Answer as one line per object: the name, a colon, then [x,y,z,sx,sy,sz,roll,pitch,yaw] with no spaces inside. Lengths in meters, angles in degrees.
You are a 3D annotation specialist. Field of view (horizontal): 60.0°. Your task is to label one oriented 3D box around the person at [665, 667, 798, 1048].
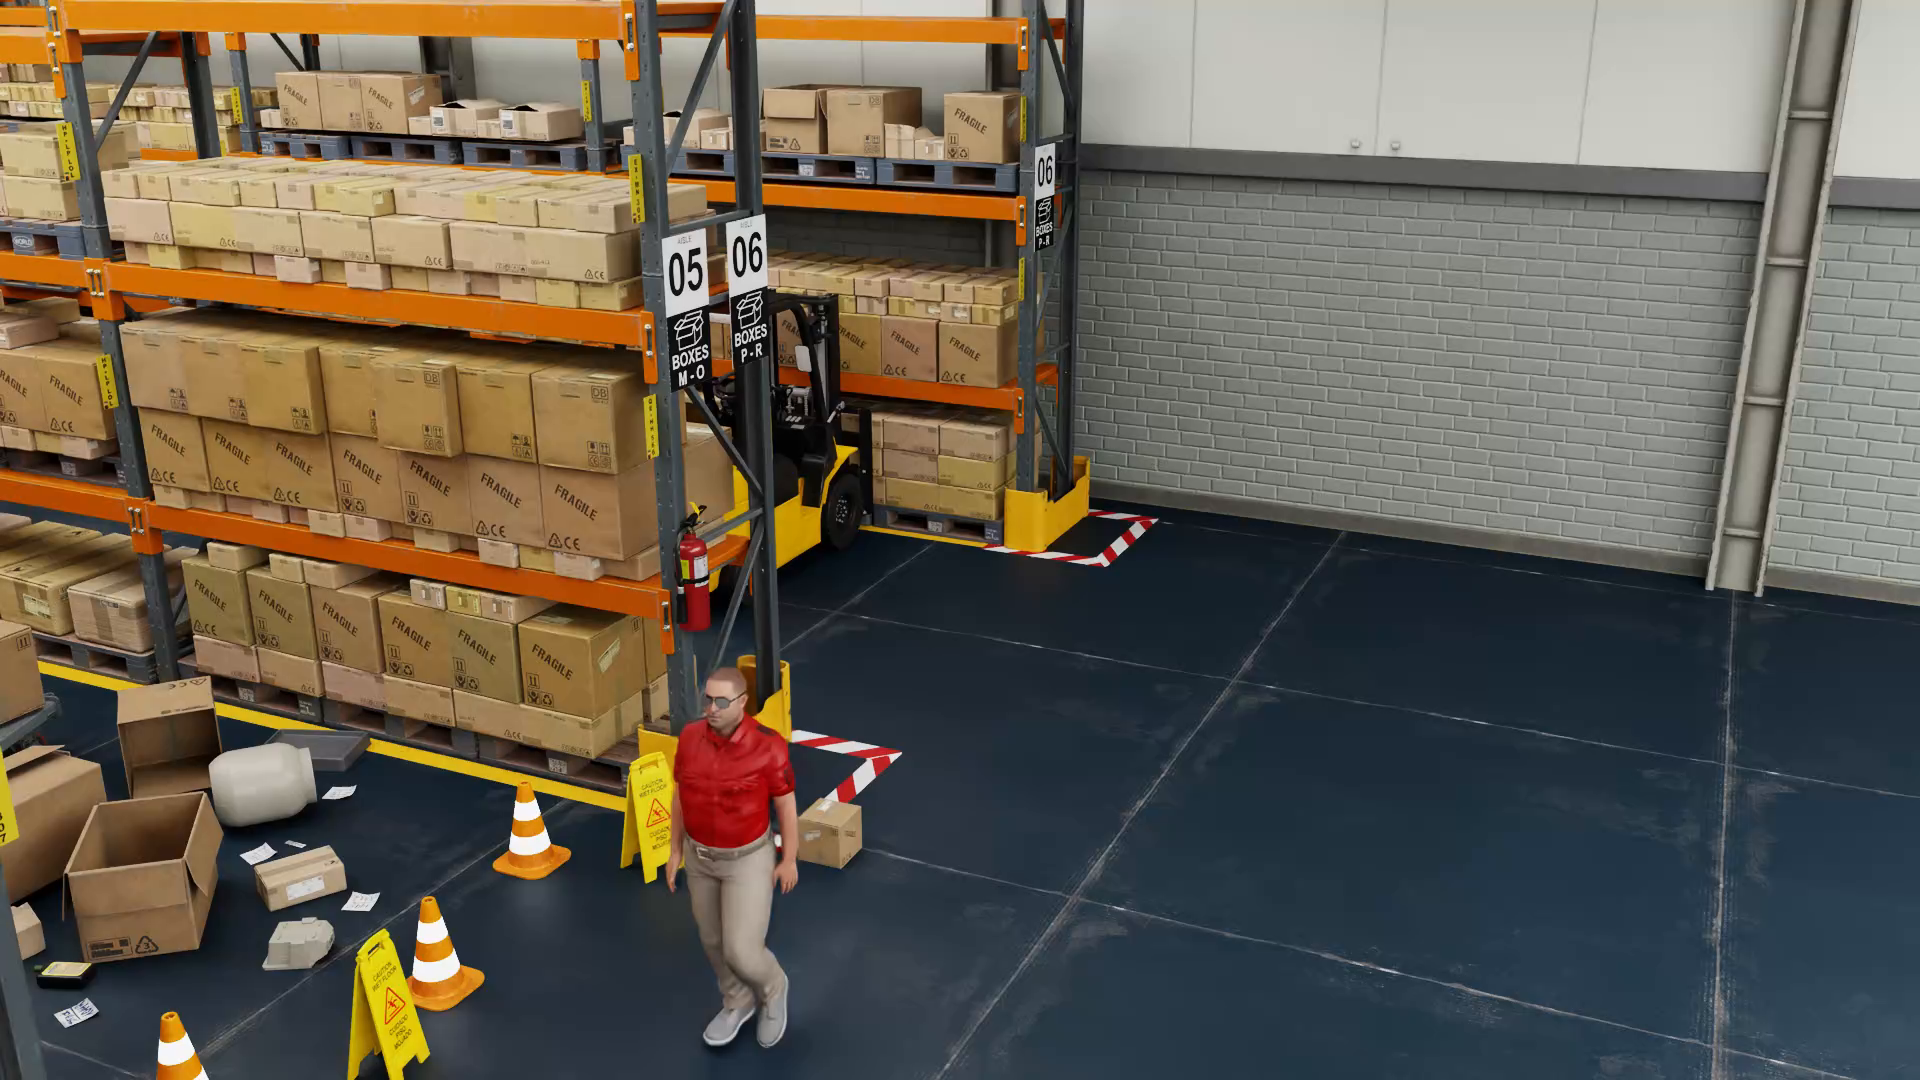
person: [-0.988,1.381,7.039,0.554,1.753,0.452,8,20,22]
